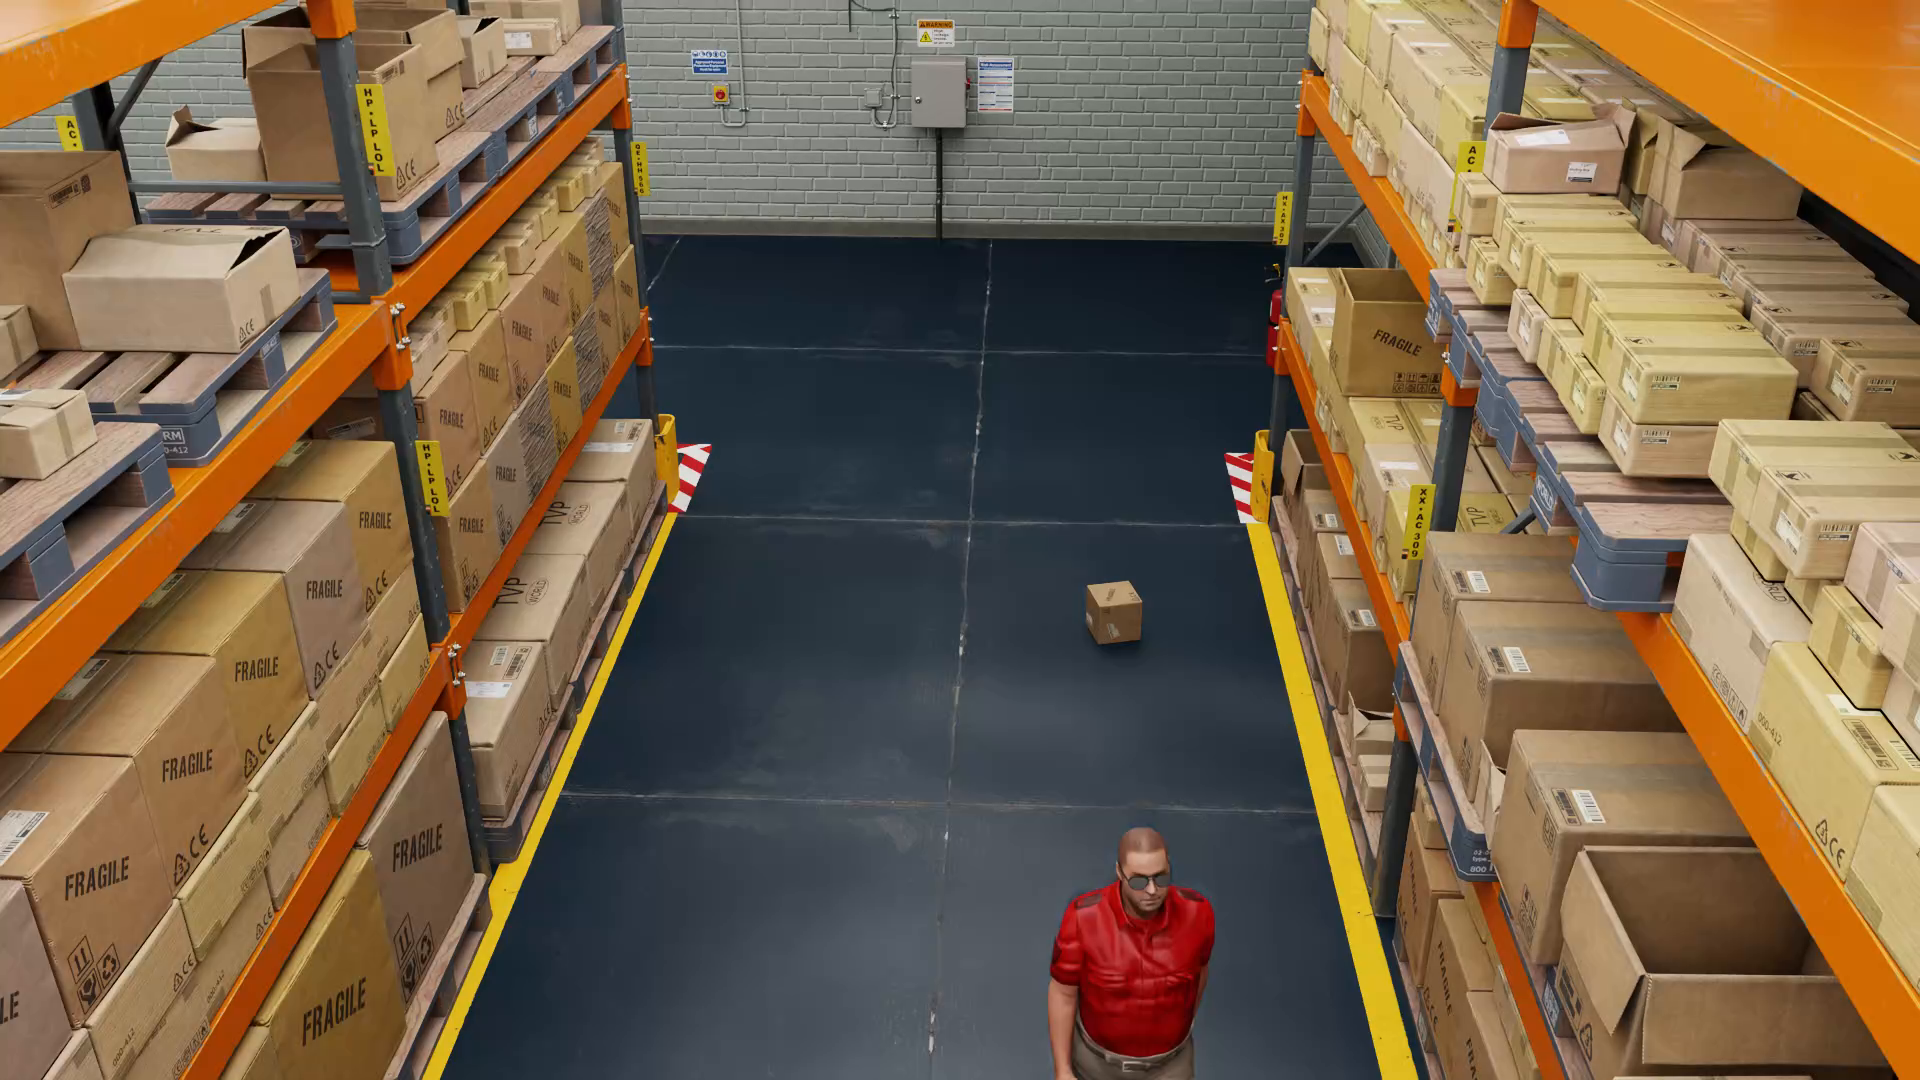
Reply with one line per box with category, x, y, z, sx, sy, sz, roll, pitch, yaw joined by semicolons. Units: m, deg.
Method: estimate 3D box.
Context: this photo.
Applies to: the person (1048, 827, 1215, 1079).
person;0.552;1.676;5.464;0.539;1.677;1.027;0;28;0
